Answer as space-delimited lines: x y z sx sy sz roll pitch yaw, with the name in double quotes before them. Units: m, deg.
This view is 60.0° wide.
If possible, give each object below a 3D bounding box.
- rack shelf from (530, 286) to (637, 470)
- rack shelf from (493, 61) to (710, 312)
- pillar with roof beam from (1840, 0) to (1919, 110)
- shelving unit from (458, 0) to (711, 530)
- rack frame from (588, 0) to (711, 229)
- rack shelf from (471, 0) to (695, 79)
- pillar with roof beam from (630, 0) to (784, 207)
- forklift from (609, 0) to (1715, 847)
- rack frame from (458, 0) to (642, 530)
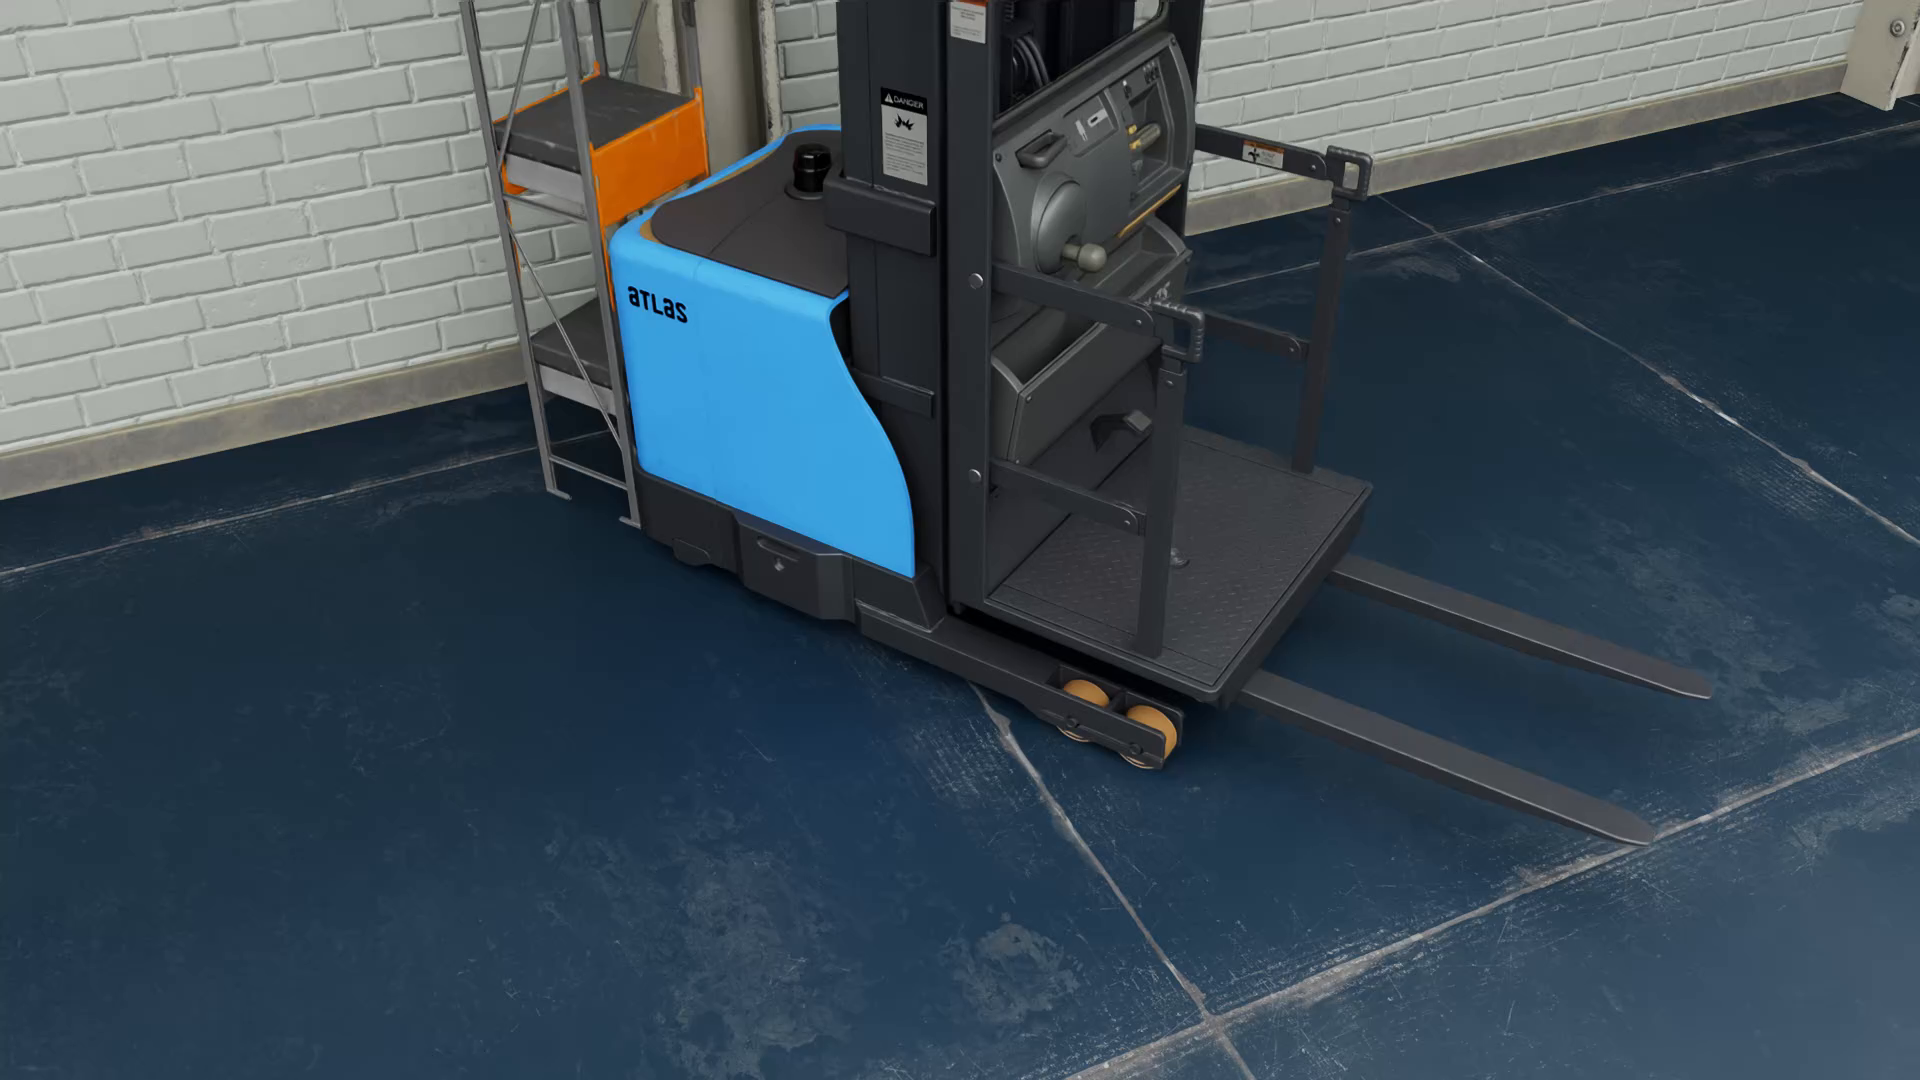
"rack shelf" -1.055 -0.494 5.351 0.431 0.518 0.480 20 41 25
"rack shelf" -1.055 -1.056 4.934 0.431 0.518 0.480 20 41 25
"pillar with roof beam" 6.423 -3.505 2.422 0.400 9.000 9.100 -16 39 -20
"shelving unit" -1.055 -1.067 4.926 0.431 2.100 0.503 20 41 25
"rack frame" -0.927 -1.191 5.093 0.400 2.100 0.015 20 41 25
"rack shelf" -1.055 -1.618 4.517 0.431 0.518 0.480 20 41 25
"pillar with roof beam" 0.991 -1.986 0.374 0.400 9.000 9.100 -16 39 -20
"forklift" 0.524 -0.932 4.047 3.031 2.935 1.130 21 41 26
"rack frame" -1.184 -0.943 4.759 0.400 2.100 0.015 20 41 25
